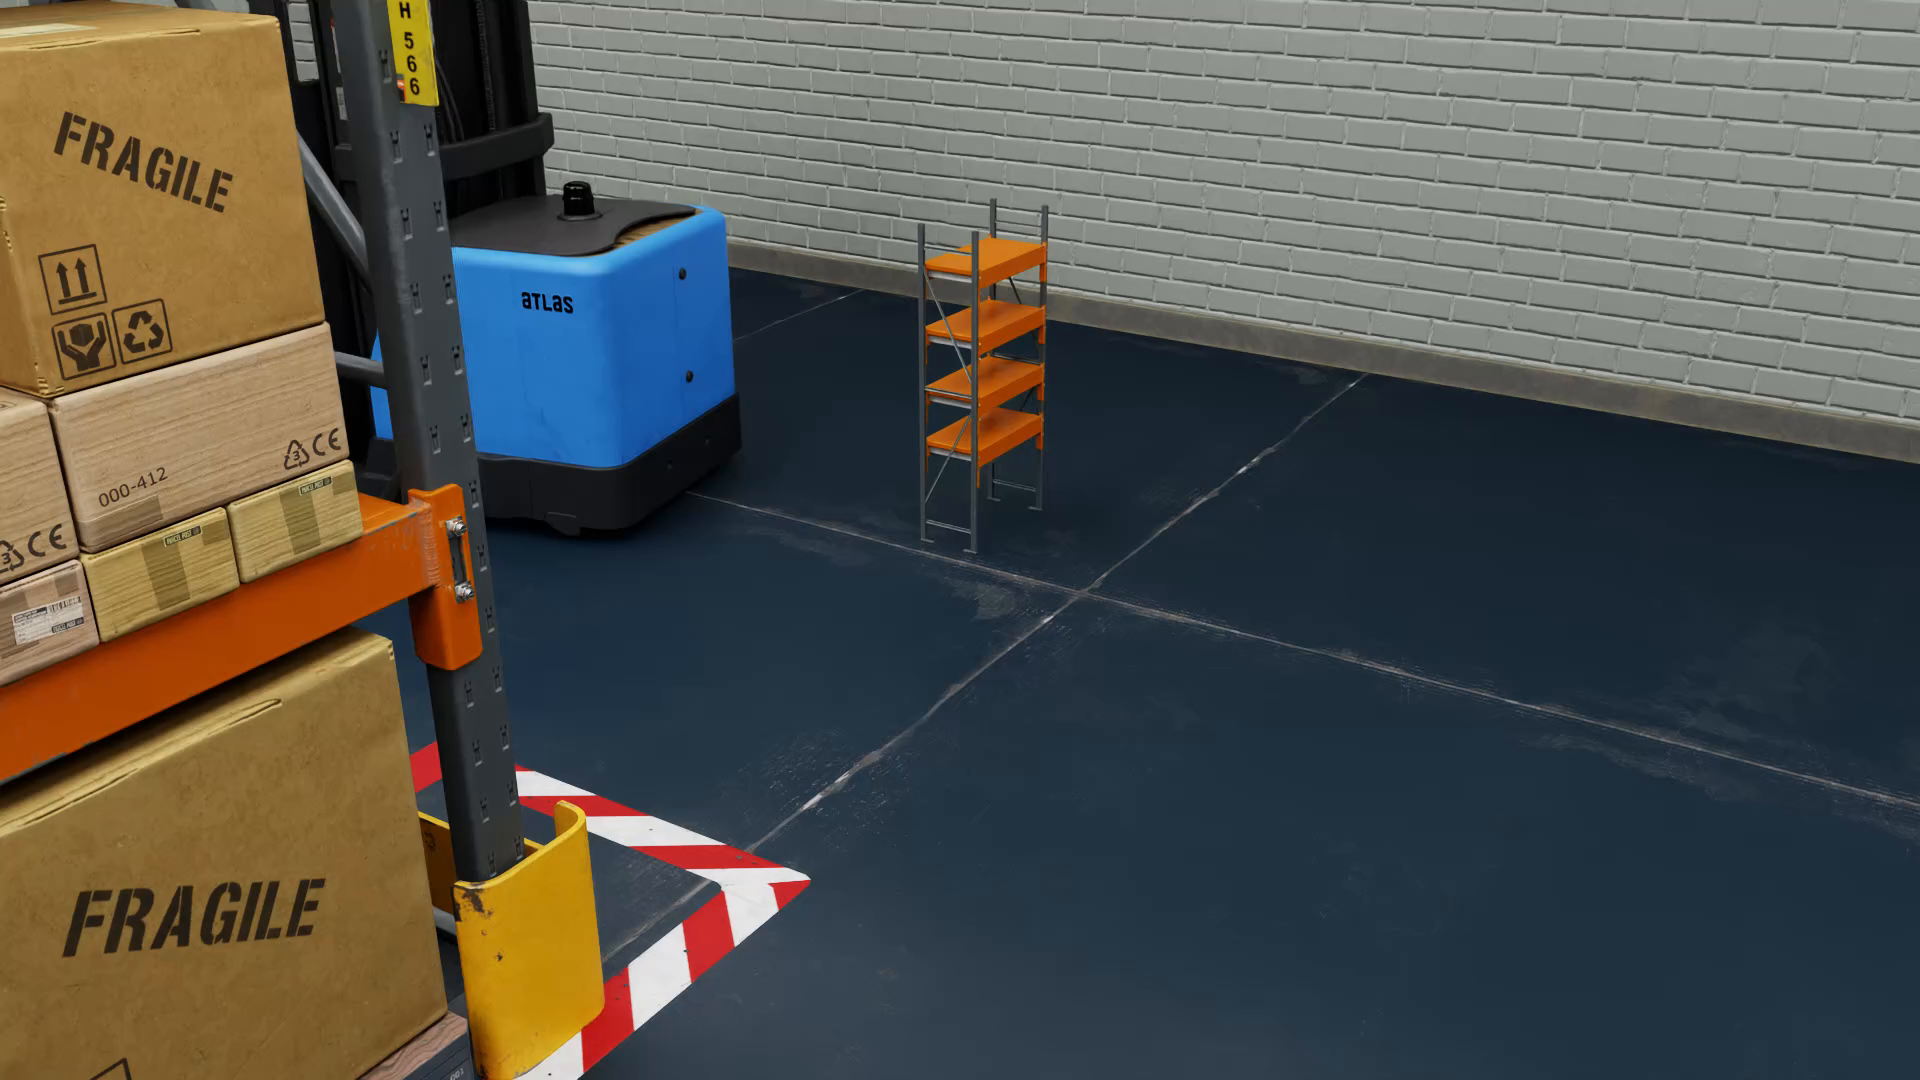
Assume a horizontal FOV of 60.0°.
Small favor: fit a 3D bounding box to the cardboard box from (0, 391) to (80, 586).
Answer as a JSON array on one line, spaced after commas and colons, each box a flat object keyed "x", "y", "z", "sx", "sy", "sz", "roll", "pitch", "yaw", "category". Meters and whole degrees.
[{"x": -1.684, "y": -0.055, "z": 2.415, "sx": 0.500, "sy": 0.250, "sz": 0.500, "roll": 13, "pitch": 27, "yaw": 28, "category": "cardboard box"}]

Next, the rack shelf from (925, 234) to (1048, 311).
[{"x": 0.087, "y": -0.967, "z": 5.985, "sx": 0.258, "sy": 0.148, "sz": 0.480, "roll": 14, "pitch": 27, "yaw": 29, "category": "rack shelf"}]

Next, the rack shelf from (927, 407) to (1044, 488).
[{"x": 0.087, "y": -0.363, "z": 6.246, "sx": 0.258, "sy": 0.148, "sz": 0.480, "roll": 14, "pitch": 27, "yaw": 29, "category": "rack shelf"}]

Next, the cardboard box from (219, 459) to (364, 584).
[{"x": -1.294, "y": -0.073, "z": 2.959, "sx": 0.380, "sy": 0.149, "sz": 0.250, "roll": 14, "pitch": 27, "yaw": 30, "category": "cardboard box"}]

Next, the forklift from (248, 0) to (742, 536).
[{"x": -2.487, "y": -1.705, "z": 6.499, "sx": 3.031, "sy": 2.935, "sz": 1.130, "roll": 8, "pitch": 25, "yaw": 18, "category": "forklift"}]

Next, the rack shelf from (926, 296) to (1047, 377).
[{"x": 0.087, "y": -0.750, "z": 6.079, "sx": 0.258, "sy": 0.148, "sz": 0.480, "roll": 14, "pitch": 27, "yaw": 29, "category": "rack shelf"}]

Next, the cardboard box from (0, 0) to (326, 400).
[{"x": -1.419, "y": -0.570, "z": 2.661, "sx": 0.500, "sy": 0.500, "sz": 0.500, "roll": 14, "pitch": 27, "yaw": 30, "category": "cardboard box"}]

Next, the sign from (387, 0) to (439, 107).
[{"x": -0.932, "y": -0.899, "z": 2.795, "sx": 0.100, "sy": 0.325, "sz": 0.005, "roll": 14, "pitch": 27, "yaw": 29, "category": "sign"}]

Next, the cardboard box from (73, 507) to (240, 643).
[{"x": -1.429, "y": 0.015, "z": 2.755, "sx": 0.380, "sy": 0.149, "sz": 0.250, "roll": 14, "pitch": 27, "yaw": 29, "category": "cardboard box"}]

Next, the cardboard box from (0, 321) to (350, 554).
[{"x": -1.416, "y": -0.226, "z": 2.810, "sx": 0.500, "sy": 0.250, "sz": 0.500, "roll": 13, "pitch": 27, "yaw": 28, "category": "cardboard box"}]

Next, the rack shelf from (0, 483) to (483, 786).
[{"x": -2.441, "y": 0.628, "z": 1.930, "sx": 1.077, "sy": 0.370, "sz": 4.000, "roll": 14, "pitch": 27, "yaw": 29, "category": "rack shelf"}]

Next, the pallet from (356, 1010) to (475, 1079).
[{"x": -1.741, "y": 1.189, "z": 3.239, "sx": 1.003, "sy": 0.211, "sz": 1.213, "roll": 14, "pitch": 27, "yaw": 29, "category": "pallet"}]

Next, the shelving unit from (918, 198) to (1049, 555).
[{"x": 0.087, "y": -0.606, "z": 6.141, "sx": 0.258, "sy": 1.200, "sz": 0.503, "roll": 14, "pitch": 27, "yaw": 29, "category": "shelving unit"}]

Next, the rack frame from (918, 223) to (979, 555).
[{"x": -0.041, "y": -0.524, "z": 5.950, "sx": 0.240, "sy": 1.200, "sz": 0.015, "roll": 14, "pitch": 27, "yaw": 29, "category": "rack frame"}]

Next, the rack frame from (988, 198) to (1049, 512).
[{"x": 0.216, "y": -0.689, "z": 6.331, "sx": 0.240, "sy": 1.200, "sz": 0.015, "roll": 14, "pitch": 27, "yaw": 29, "category": "rack frame"}]

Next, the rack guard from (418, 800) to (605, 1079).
[{"x": -1.373, "y": 0.762, "z": 3.861, "sx": 1.175, "sy": 0.500, "sz": 0.348, "roll": 14, "pitch": 27, "yaw": 29, "category": "rack guard"}]

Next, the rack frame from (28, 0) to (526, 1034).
[{"x": -1.386, "y": -0.377, "z": 3.346, "sx": 1.000, "sy": 3.000, "sz": 0.127, "roll": 14, "pitch": 27, "yaw": 29, "category": "rack frame"}]

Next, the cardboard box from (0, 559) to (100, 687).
[{"x": -1.563, "y": 0.100, "z": 2.559, "sx": 0.380, "sy": 0.149, "sz": 0.250, "roll": 14, "pitch": 27, "yaw": 29, "category": "cardboard box"}]

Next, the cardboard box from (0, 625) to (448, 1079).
[{"x": -1.655, "y": 0.638, "z": 3.147, "sx": 0.875, "sy": 0.875, "sz": 0.875, "roll": 14, "pitch": 27, "yaw": 29, "category": "cardboard box"}]

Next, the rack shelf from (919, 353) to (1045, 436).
[{"x": 0.087, "y": -0.545, "z": 6.167, "sx": 0.258, "sy": 0.148, "sz": 0.480, "roll": 14, "pitch": 27, "yaw": 29, "category": "rack shelf"}]
